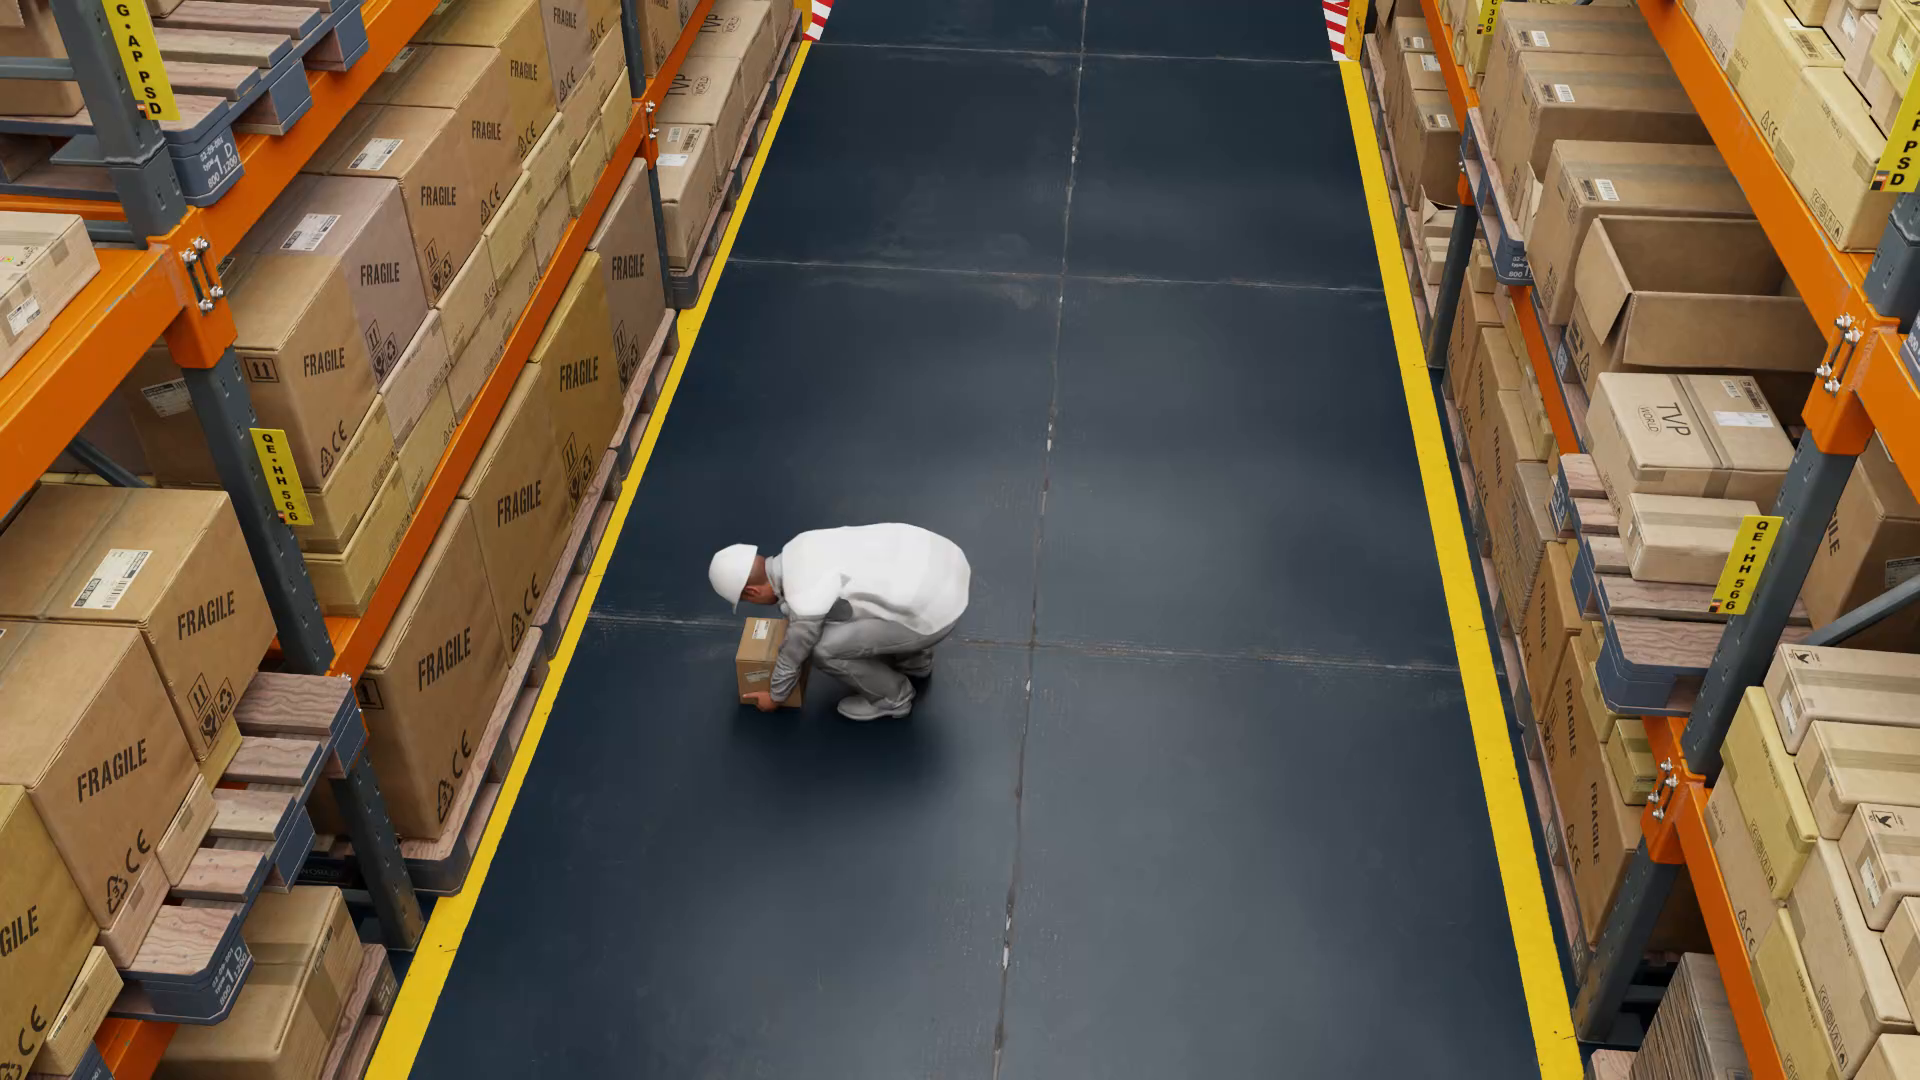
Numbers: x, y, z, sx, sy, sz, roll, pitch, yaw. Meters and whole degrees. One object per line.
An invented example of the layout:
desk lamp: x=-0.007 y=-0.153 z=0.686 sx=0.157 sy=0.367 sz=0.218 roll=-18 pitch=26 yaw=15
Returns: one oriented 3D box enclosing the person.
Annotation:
person: x=-0.462 y=0.311 z=6.539 sx=0.999 sy=0.815 sz=0.497 roll=2 pitch=40 yaw=3
